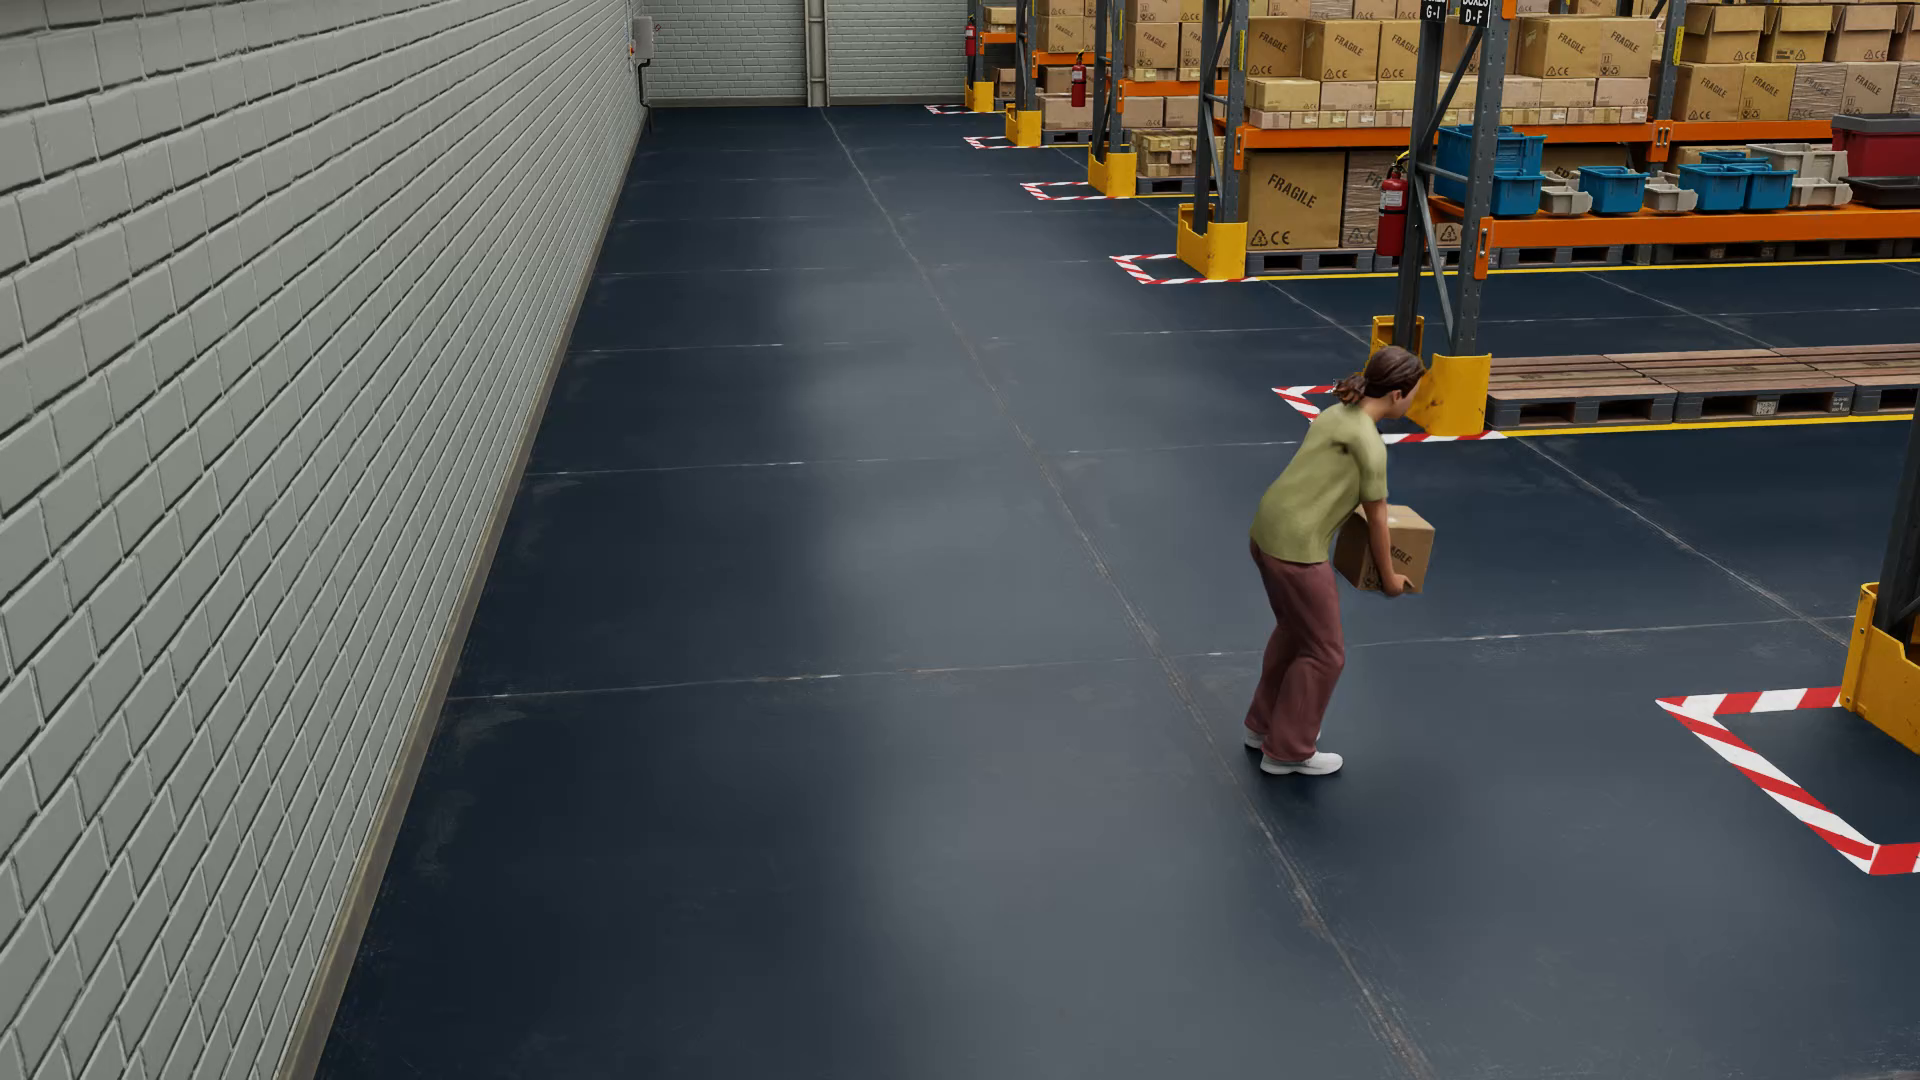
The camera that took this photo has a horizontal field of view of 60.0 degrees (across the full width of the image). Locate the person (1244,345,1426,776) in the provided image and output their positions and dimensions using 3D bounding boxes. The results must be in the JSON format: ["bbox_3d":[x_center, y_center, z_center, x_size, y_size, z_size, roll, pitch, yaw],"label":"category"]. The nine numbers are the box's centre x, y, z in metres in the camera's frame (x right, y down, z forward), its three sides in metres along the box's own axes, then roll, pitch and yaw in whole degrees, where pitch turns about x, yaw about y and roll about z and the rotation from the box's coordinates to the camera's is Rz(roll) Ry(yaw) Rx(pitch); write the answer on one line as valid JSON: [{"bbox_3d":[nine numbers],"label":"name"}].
[{"bbox_3d":[1.342,0.074,6.034,0.582,1.571,0.412,-3,20,-9],"label":"person"}]
